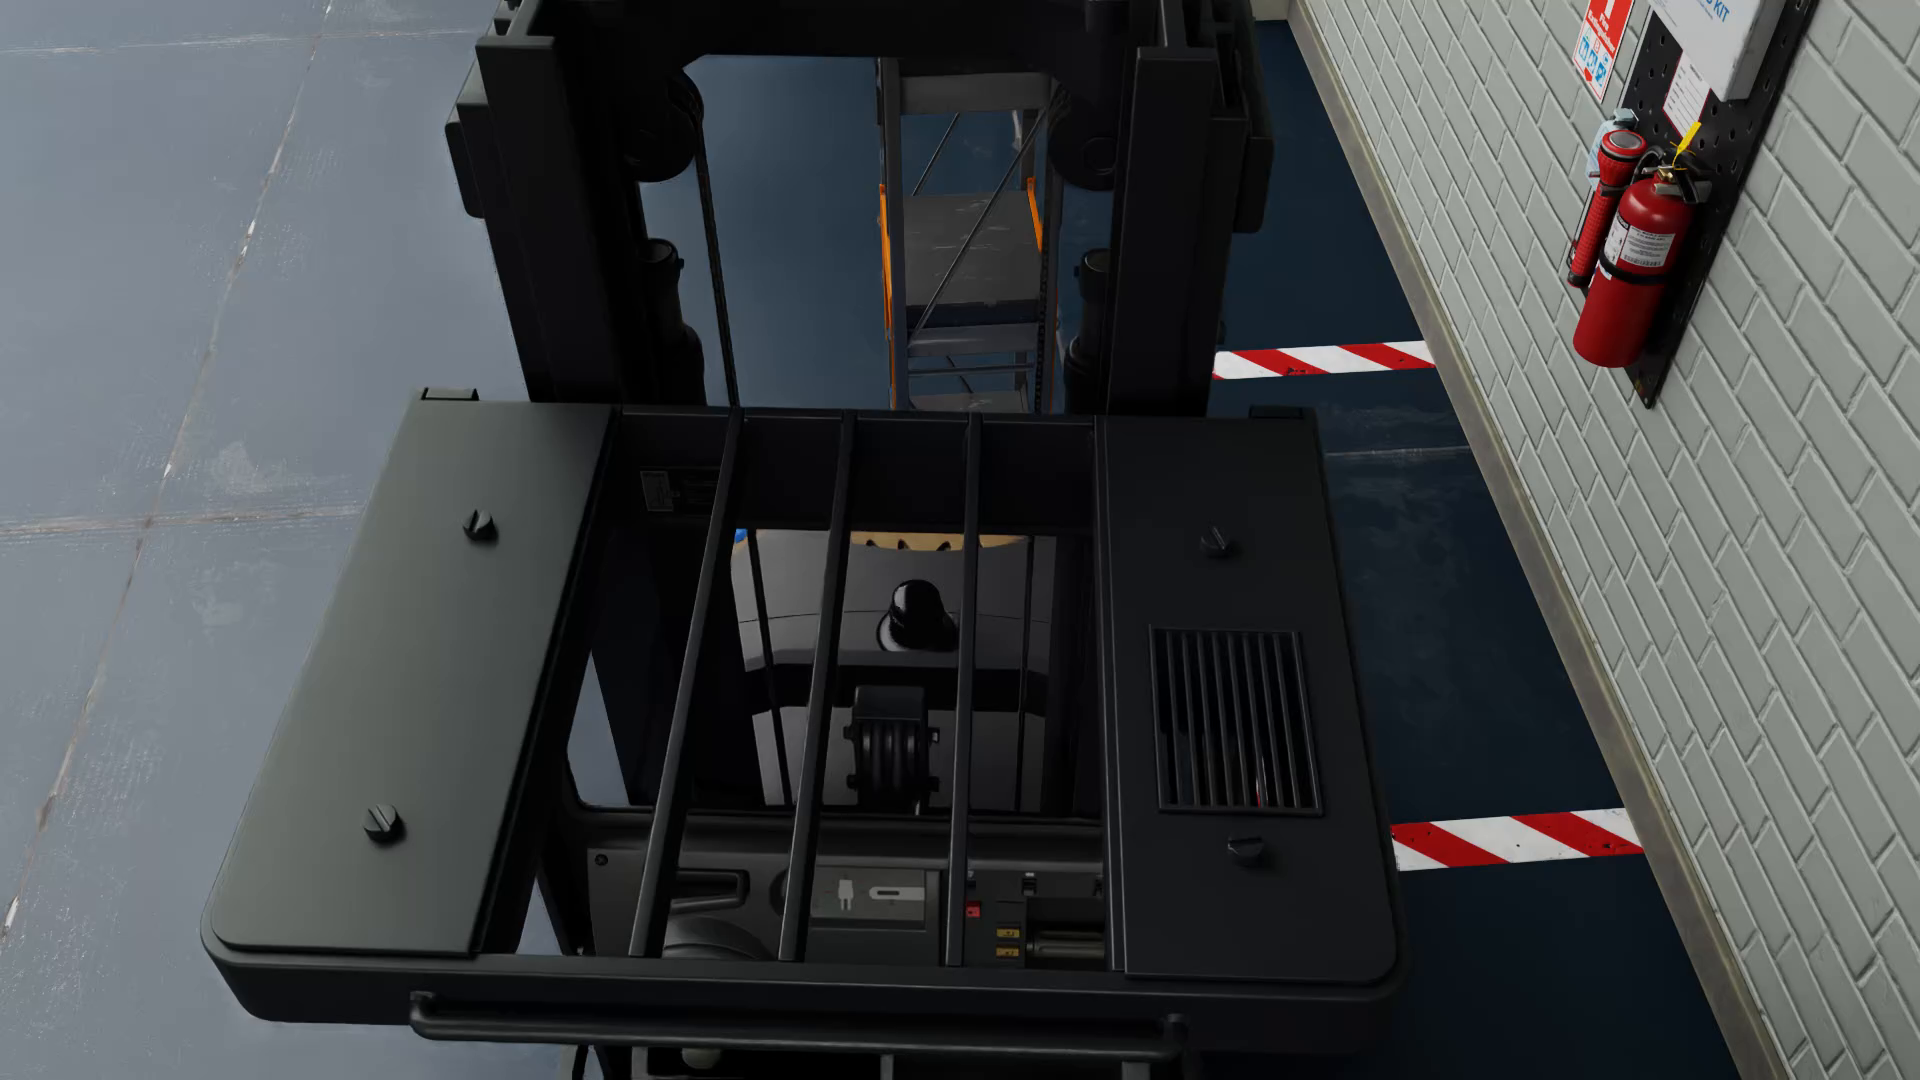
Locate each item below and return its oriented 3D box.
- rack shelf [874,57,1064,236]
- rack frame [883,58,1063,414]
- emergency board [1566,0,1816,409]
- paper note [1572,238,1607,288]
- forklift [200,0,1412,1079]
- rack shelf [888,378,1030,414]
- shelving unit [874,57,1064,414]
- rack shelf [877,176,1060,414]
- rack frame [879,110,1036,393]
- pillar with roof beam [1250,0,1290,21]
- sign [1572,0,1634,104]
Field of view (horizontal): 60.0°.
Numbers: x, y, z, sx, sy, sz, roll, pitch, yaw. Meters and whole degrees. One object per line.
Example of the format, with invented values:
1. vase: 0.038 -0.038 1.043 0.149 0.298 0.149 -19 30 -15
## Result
1. rack shelf: 0.014 -1.074 3.876 0.431 0.518 0.480 -3 47 -3
2. rack frame: 0.034 -0.426 4.207 0.400 2.100 0.015 -3 47 -3
3. emergency board: 1.667 -0.956 4.089 0.194 1.169 0.643 -3 47 -3
4. paper note: 1.721 -0.785 4.534 0.016 0.148 0.142 -3 47 -3
5. forklift: -0.128 0.757 2.514 1.130 2.935 3.031 1 47 1
6. rack shelf: 0.014 -0.112 4.892 0.431 0.518 0.480 -3 47 -3
7. shelving unit: 0.014 -0.602 4.374 0.431 2.100 0.503 -3 47 -3
8. rack shelf: 0.014 -0.593 4.384 0.431 0.518 0.480 -3 47 -3
9. rack frame: -0.007 -0.779 4.541 0.400 2.100 0.015 -3 47 -3
10. pillar with roof beam: -2.956 -5.308 4.079 9.100 9.000 0.400 -3 47 -3
11. sign: 1.724 -1.374 4.461 0.001 0.329 0.234 -3 47 -3
